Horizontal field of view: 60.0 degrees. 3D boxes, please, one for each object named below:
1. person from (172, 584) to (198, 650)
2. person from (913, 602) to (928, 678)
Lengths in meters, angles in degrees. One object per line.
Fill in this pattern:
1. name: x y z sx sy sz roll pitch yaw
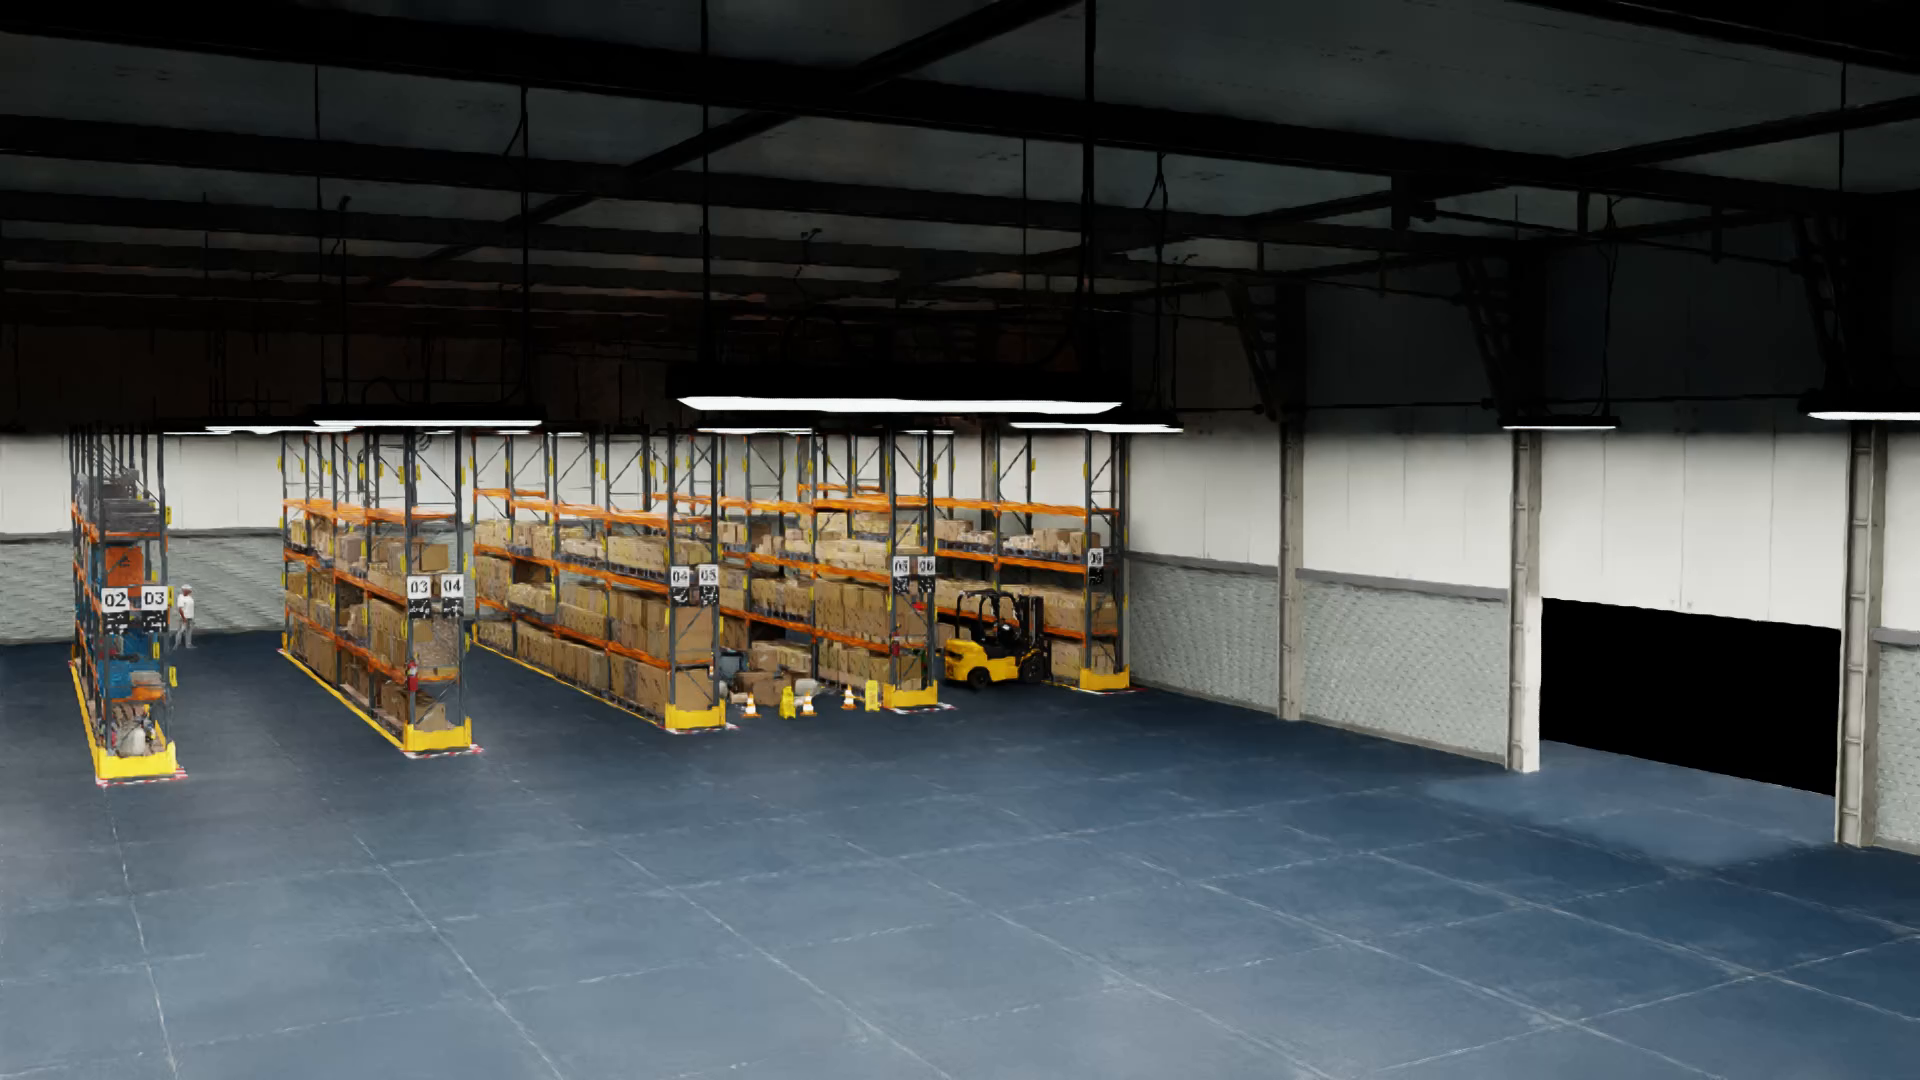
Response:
1. person: -20.936 2.076 44.824 0.465 1.767 0.698 0 4 8
2. person: -1.038 2.368 39.598 0.577 1.785 0.655 0 4 1
